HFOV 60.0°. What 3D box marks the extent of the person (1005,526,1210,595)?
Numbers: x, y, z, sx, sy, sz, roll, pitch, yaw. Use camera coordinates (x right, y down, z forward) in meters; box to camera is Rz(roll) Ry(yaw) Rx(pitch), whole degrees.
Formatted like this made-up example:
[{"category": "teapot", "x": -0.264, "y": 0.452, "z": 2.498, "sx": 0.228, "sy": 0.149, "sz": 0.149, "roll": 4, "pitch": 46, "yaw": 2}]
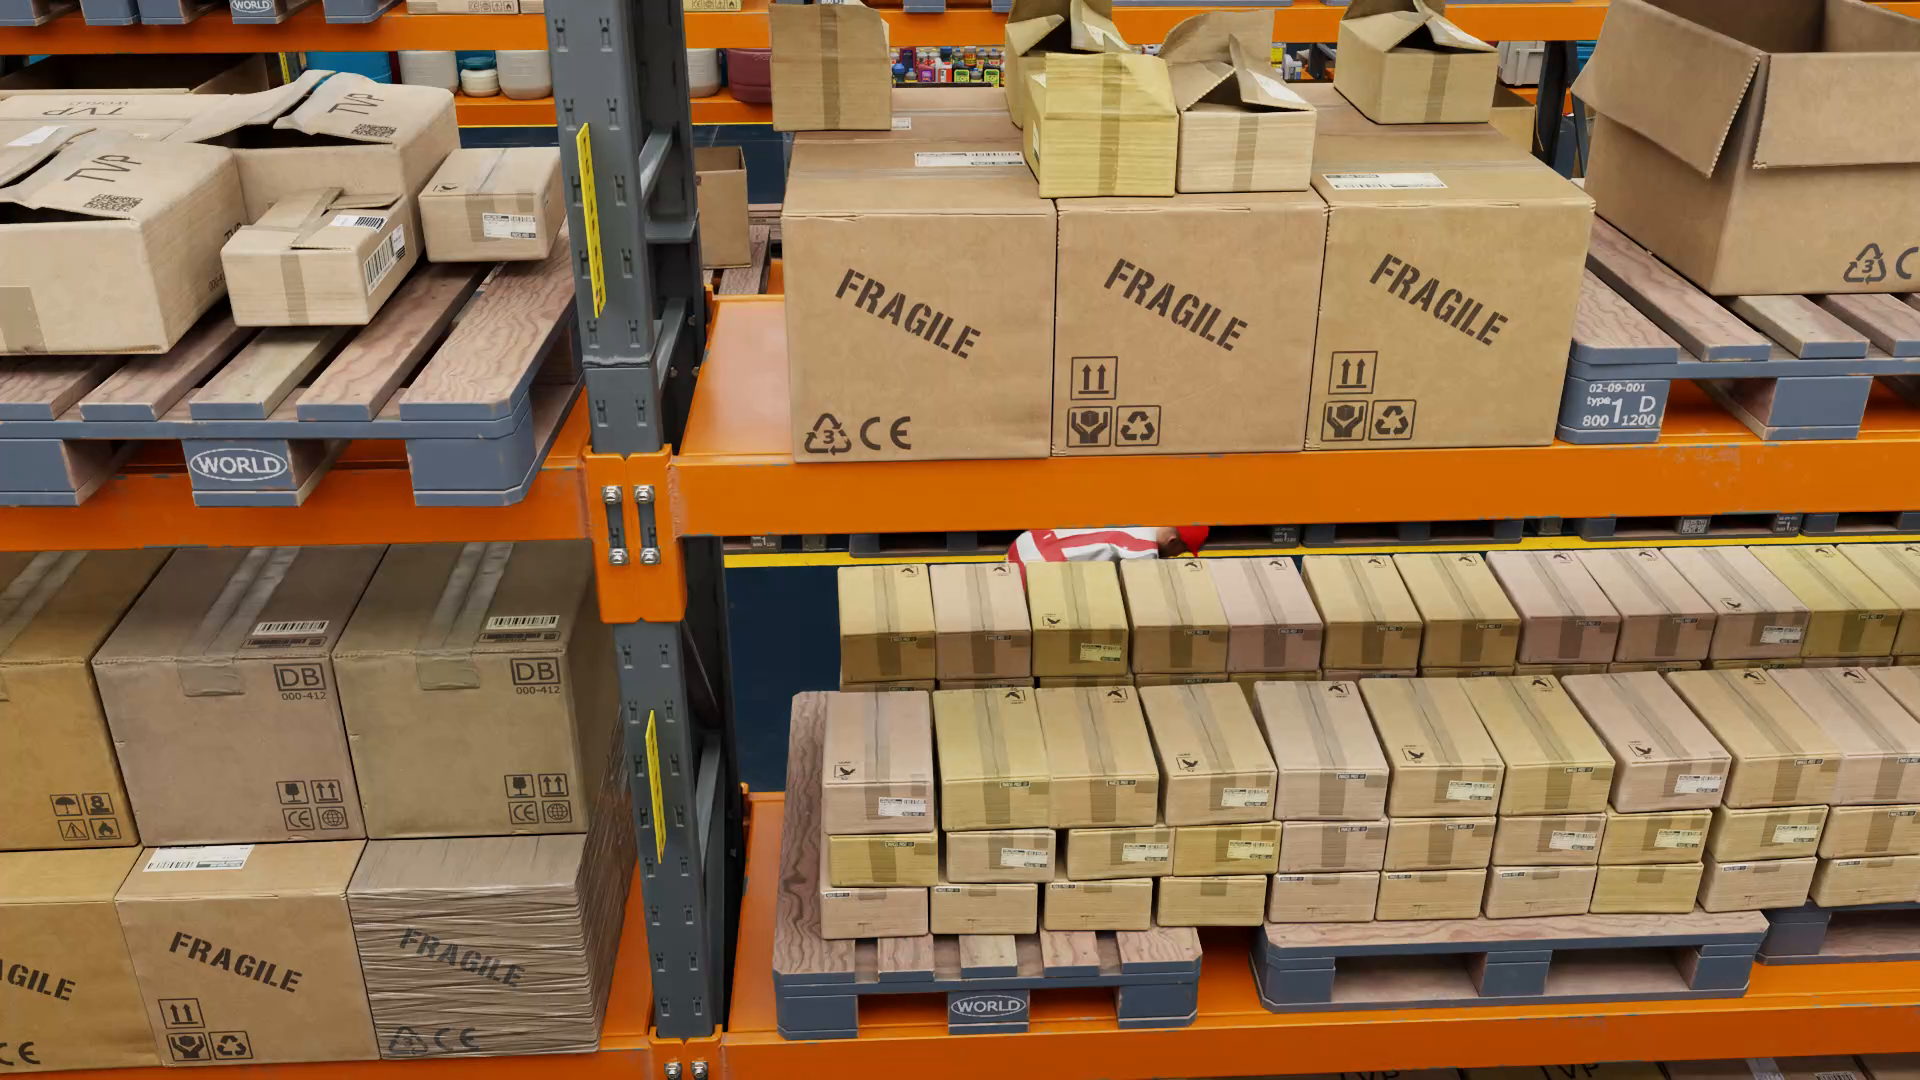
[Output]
[{"category": "person", "x": 0.685, "y": 0.236, "z": 7.795, "sx": 0.947, "sy": 0.809, "sz": 0.522, "roll": -2, "pitch": 27, "yaw": -4}]
